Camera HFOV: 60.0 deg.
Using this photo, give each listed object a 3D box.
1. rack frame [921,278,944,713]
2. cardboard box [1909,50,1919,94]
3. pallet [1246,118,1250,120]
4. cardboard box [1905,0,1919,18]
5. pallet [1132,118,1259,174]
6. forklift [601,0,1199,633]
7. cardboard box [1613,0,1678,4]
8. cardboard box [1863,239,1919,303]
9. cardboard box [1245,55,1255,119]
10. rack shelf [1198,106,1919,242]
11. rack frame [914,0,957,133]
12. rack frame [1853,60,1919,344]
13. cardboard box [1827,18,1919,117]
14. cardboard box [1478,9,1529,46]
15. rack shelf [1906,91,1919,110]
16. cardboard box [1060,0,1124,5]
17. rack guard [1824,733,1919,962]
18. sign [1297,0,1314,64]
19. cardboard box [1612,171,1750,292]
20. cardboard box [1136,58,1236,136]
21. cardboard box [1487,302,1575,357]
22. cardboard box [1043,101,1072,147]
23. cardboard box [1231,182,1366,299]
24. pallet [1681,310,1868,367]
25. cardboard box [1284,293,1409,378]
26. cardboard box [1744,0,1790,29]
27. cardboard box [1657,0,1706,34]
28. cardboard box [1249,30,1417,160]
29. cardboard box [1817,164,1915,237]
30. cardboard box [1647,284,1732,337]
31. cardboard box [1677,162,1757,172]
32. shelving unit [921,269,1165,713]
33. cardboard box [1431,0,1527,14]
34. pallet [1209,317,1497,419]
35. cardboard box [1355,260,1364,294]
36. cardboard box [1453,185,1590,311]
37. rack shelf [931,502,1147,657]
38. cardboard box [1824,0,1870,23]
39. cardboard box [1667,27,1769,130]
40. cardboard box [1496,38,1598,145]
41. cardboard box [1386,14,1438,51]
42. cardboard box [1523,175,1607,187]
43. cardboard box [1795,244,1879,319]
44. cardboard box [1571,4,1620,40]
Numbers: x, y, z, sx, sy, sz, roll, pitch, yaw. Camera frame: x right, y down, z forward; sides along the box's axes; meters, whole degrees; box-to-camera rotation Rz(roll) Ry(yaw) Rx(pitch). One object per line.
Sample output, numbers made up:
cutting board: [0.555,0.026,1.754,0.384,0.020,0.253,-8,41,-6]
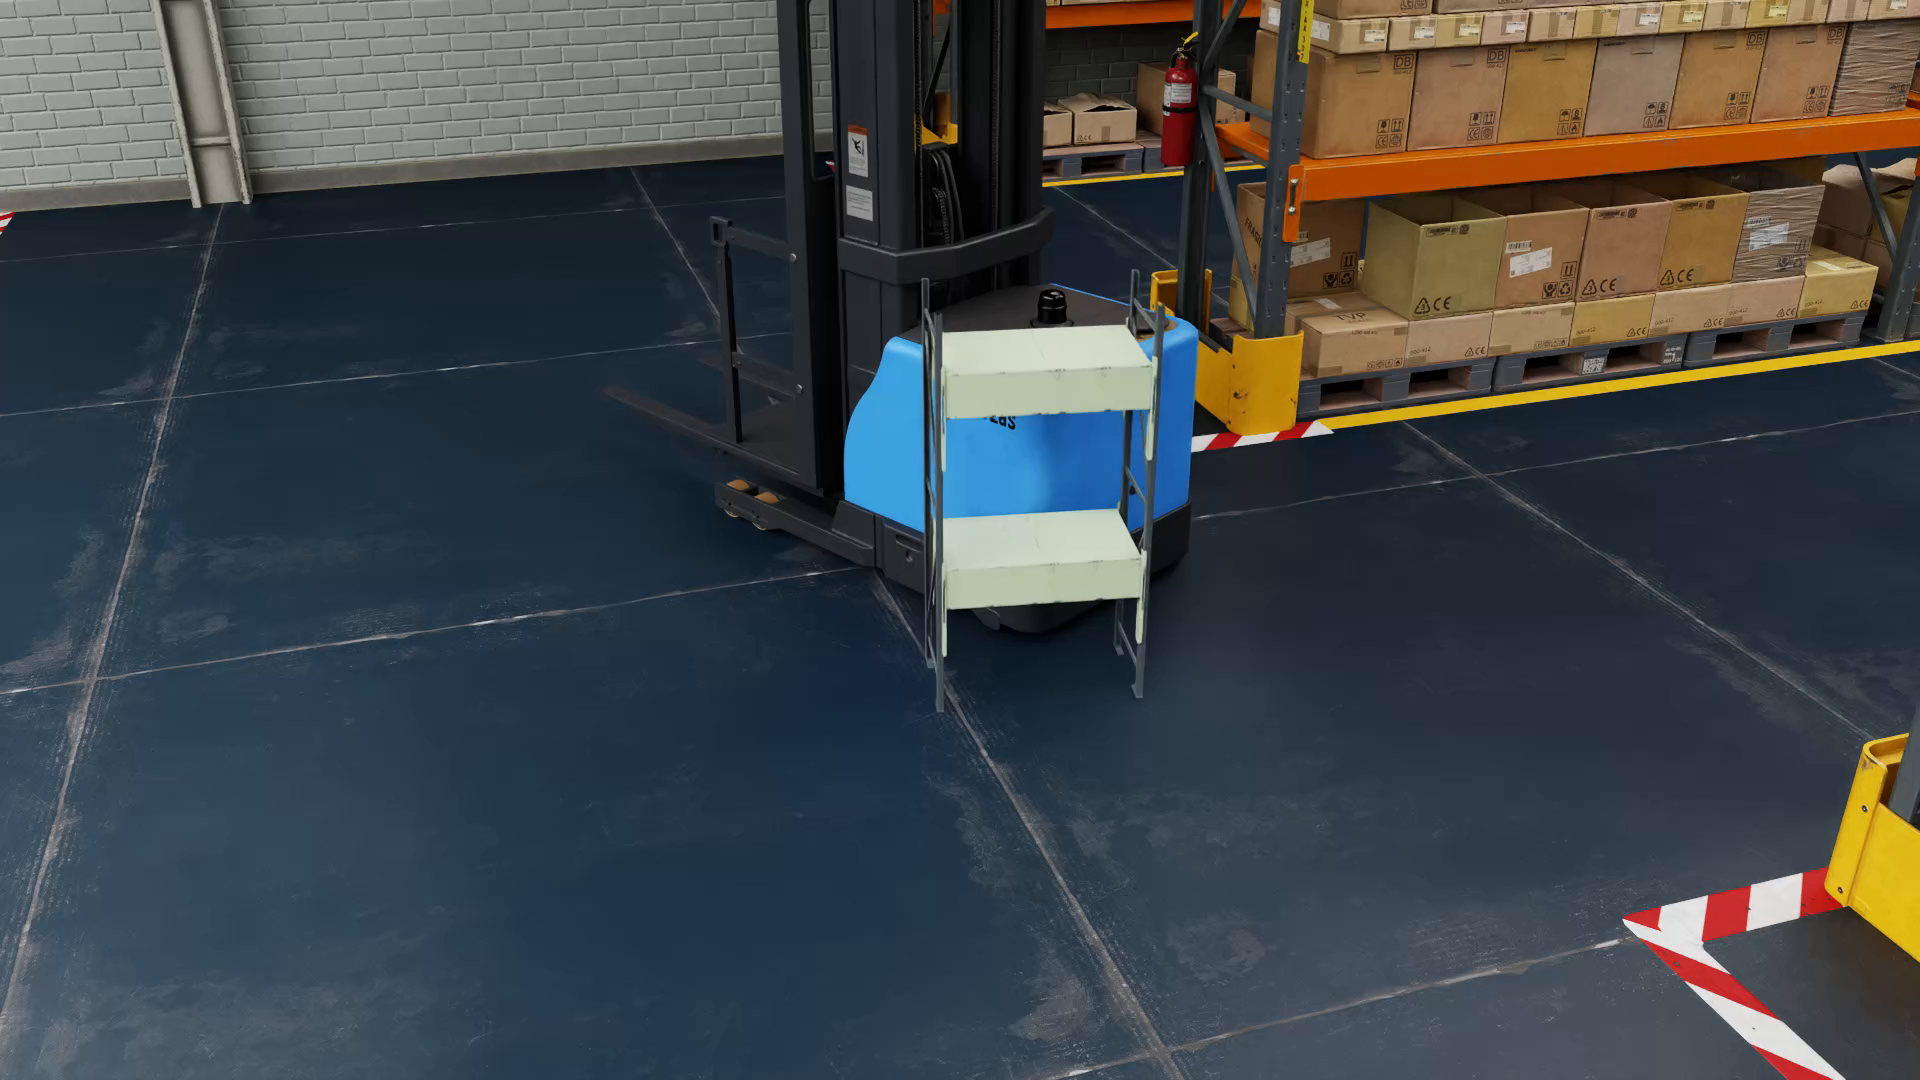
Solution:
rack frame: [-0.094,-0.135,5.835,0.023,1.500,0.400,-3,27,-7]
cardboard box: [5.648,-2.700,9.485,0.500,0.250,0.500,-7,27,-13]
pallet: [3.028,-3.419,13.899,1.213,0.211,1.003,-8,28,-16]
cardboard box: [5.001,-2.889,8.853,0.250,0.149,0.380,-8,28,-16]
pallet: [1.866,-3.249,13.558,1.213,0.211,1.003,-8,28,-16]
forklift: [-0.455,-1.504,6.984,3.031,2.935,1.130,23,34,38]
cardboard box: [3.342,-3.036,8.421,0.500,0.500,0.700,-8,28,-16]
cardboard box: [5.654,-1.589,9.697,0.500,0.250,0.500,-9,28,-17]
cardboard box: [2.681,-3.693,13.632,0.500,0.500,0.500,-10,28,-20]
rack shelf: [3.292,-2.084,8.883,4.000,0.370,1.077,-8,28,-16]
rack frame: [-0.147,-4.224,12.386,0.127,3.000,1.000,-8,28,-16]
rack frame: [5.194,-2.681,9.278,0.127,3.000,1.000,-8,28,-16]
cardboard box: [4.774,-2.662,9.127,0.500,0.500,0.700,-9,28,-17]
cardboard box: [2.558,-2.534,8.139,0.250,0.149,0.380,-9,28,-17]
rack shelf: [7.095,-2.635,9.992,4.000,0.370,1.077,-8,28,-16]
cardboard box: [0.904,-4.177,12.436,0.500,0.250,0.500,-9,28,-18]
rack guard: [2.978,1.054,4.566,0.348,0.500,1.175,-8,28,-16]
sign: [1.556,-2.318,7.484,0.005,0.325,0.100,-8,28,-16]
cardboard box: [3.867,-1.683,9.044,0.500,0.500,0.500,-8,28,-16]
cardboard box: [1.793,-3.518,13.278,0.500,0.500,0.700,-10,28,-19]
cardboard box: [2.919,-1.206,8.926,0.500,0.250,0.500,-8,28,-16]
cardboard box: [0.538,-3.274,13.001,0.500,0.311,0.500,-12,29,-22]
cardboard box: [1.808,-1.623,8.922,0.500,0.500,0.500,-8,28,-16]
pallet: [4.424,-1.341,9.713,1.213,0.211,1.003,-8,28,-16]
cardboard box: [1.969,-1.067,8.646,0.500,0.250,0.500,-8,28,-16]
cardboard box: [4.033,-2.749,8.573,0.250,0.149,0.380,-8,28,-16]
cardboard box: [3.542,-2.677,8.426,0.250,0.149,0.380,-7,27,-14]
cardboard box: [1.838,-2.234,8.265,0.500,0.500,0.700,-8,28,-16]
cardboard box: [5.490,-2.066,10.028,0.500,0.311,0.500,-8,28,-16]
cardboard box: [3.871,-1.342,9.199,0.500,0.250,0.500,-8,28,-16]
cardboard box: [4.183,-1.970,9.622,0.500,0.500,0.500,-8,28,-16]
shelving unit: [0.268,-0.157,5.878,0.755,1.500,0.431,-3,27,-7]
cardboard box: [2.387,-2.897,8.141,0.500,0.500,0.700,-9,28,-17]
pallet: [2.104,-1.005,9.036,1.213,0.211,1.003,-8,28,-16]
cardboard box: [2.280,-1.360,9.236,0.500,0.250,0.500,-8,28,-16]
cardboard box: [2.915,-1.547,8.769,0.500,0.500,0.500,-8,28,-16]
rack shelf: [0.268,0.135,6.024,0.720,0.370,0.431,-3,27,-7]
cardboard box: [4.517,-2.818,8.712,0.250,0.149,0.380,-9,28,-18]
cardboard box: [3.796,-2.520,8.839,0.500,0.500,0.700,-8,27,-15]
cardboard box: [2.810,-2.374,8.547,0.500,0.500,0.700,-8,28,-16]
cardboard box: [2.080,-2.466,8.003,0.250,0.149,0.380,-9,28,-17]
cardboard box: [3.230,-1.835,9.349,0.500,0.500,0.500,-8,28,-16]
cardboard box: [4.820,-1.482,9.481,0.500,0.250,0.500,-8,28,-16]
cardboard box: [3.054,-2.607,8.286,0.250,0.149,0.380,-9,28,-17]
